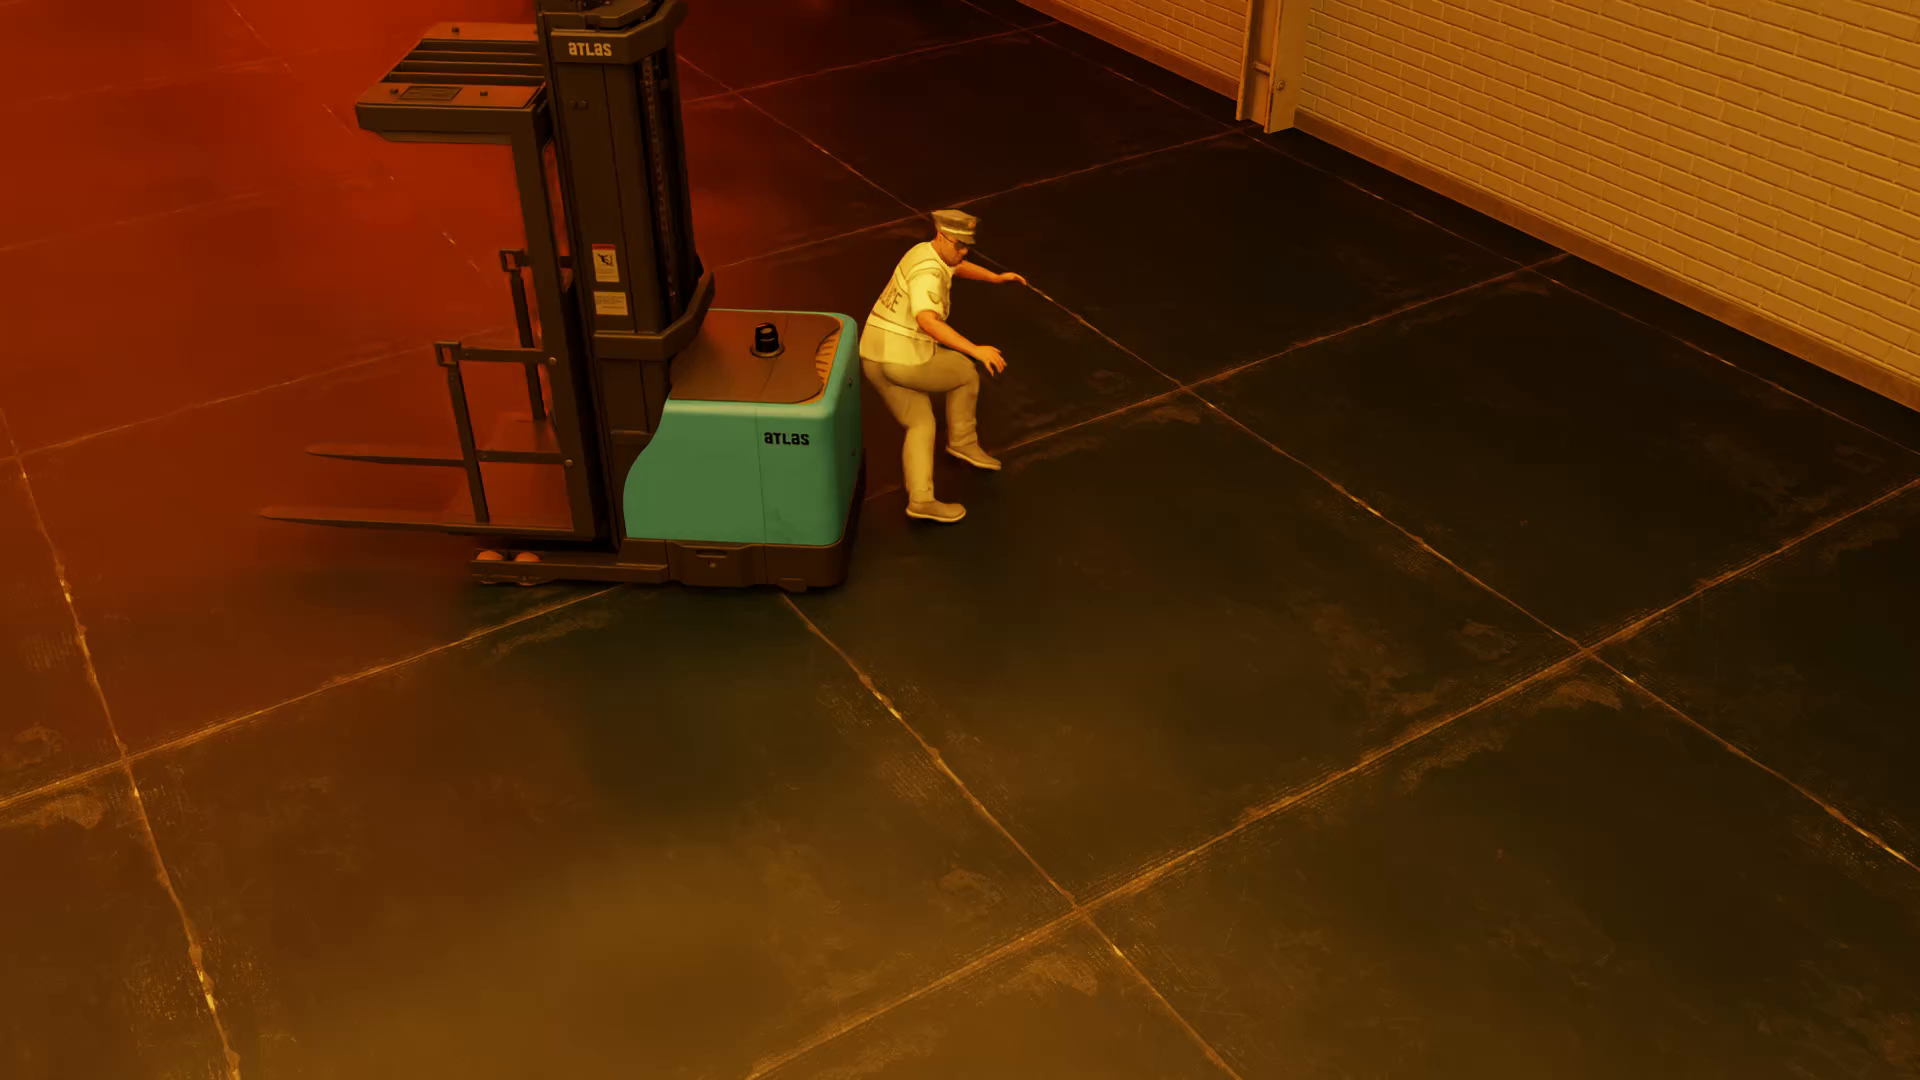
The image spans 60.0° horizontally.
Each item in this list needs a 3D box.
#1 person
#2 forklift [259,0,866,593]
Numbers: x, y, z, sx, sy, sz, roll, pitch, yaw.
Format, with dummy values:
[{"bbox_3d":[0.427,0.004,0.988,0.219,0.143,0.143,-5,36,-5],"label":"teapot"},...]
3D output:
[{"bbox_3d":[-0.003,-0.974,8.760,0.972,1.515,0.997,-18,39,-24],"label":"person"},{"bbox_3d":[-2.050,-1.269,7.954,3.031,2.935,1.130,2,35,4],"label":"forklift"}]
